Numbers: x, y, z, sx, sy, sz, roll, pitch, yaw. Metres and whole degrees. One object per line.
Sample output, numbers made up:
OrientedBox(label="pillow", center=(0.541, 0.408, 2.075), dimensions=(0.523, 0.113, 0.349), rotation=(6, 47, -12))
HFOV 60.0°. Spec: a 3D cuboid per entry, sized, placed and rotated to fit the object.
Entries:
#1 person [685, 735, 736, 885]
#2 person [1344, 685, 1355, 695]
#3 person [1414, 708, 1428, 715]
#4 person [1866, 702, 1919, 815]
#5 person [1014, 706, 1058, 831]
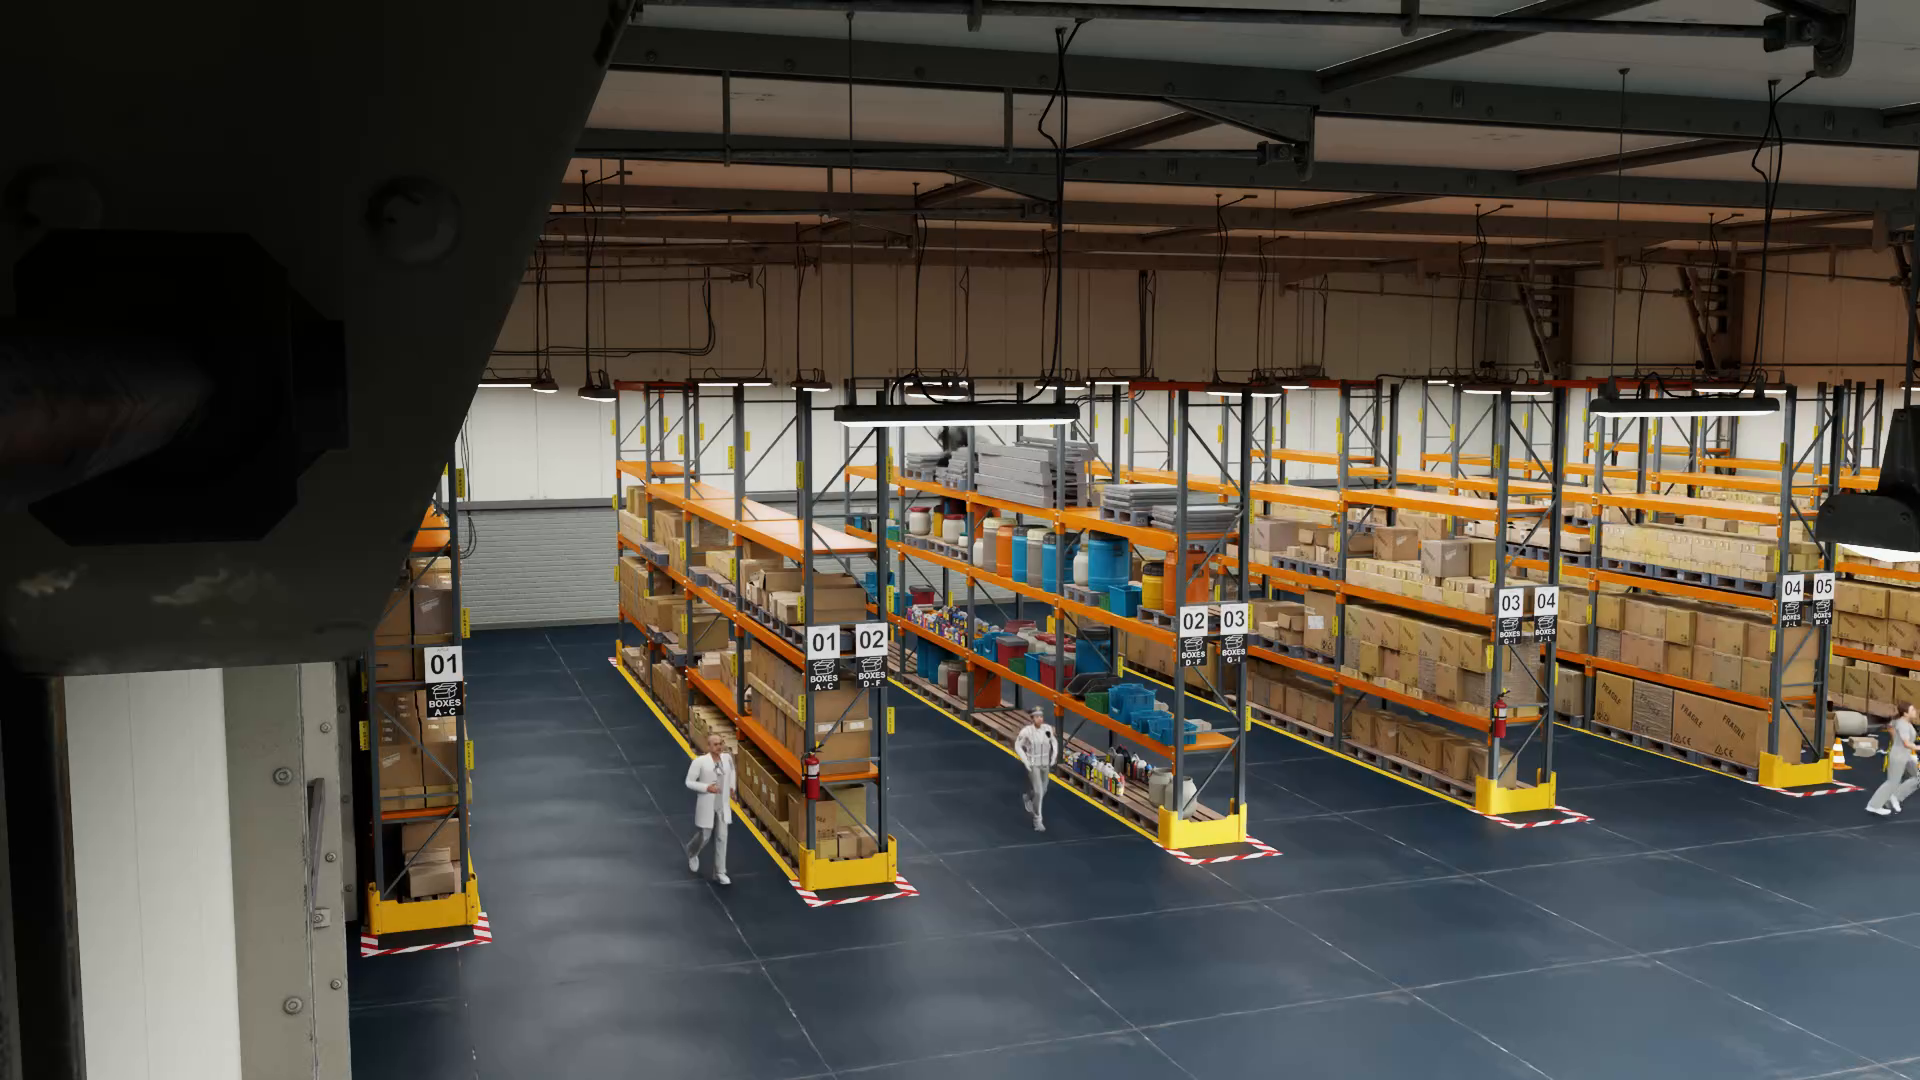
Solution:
OrientedBox(label="person", center=(-3.018, 3.263, 20.436), dimensions=(0.736, 1.755, 0.995), rotation=(-4, 7, -32))
OrientedBox(label="person", center=(7.285, 2.223, 31.113), dimensions=(0.621, 1.699, 0.680), rotation=(-2, 6, -18))
OrientedBox(label="person", center=(8.415, 2.300, 29.992), dimensions=(0.658, 1.743, 0.565), rotation=(-3, 7, -23))
OrientedBox(label="person", center=(13.177, 3.048, 23.263), dimensions=(0.787, 1.620, 0.583), rotation=(4, 7, 34))
OrientedBox(label="person", center=(1.043, 3.103, 22.854), dimensions=(0.628, 1.708, 0.663), rotation=(-2, 6, -21))
